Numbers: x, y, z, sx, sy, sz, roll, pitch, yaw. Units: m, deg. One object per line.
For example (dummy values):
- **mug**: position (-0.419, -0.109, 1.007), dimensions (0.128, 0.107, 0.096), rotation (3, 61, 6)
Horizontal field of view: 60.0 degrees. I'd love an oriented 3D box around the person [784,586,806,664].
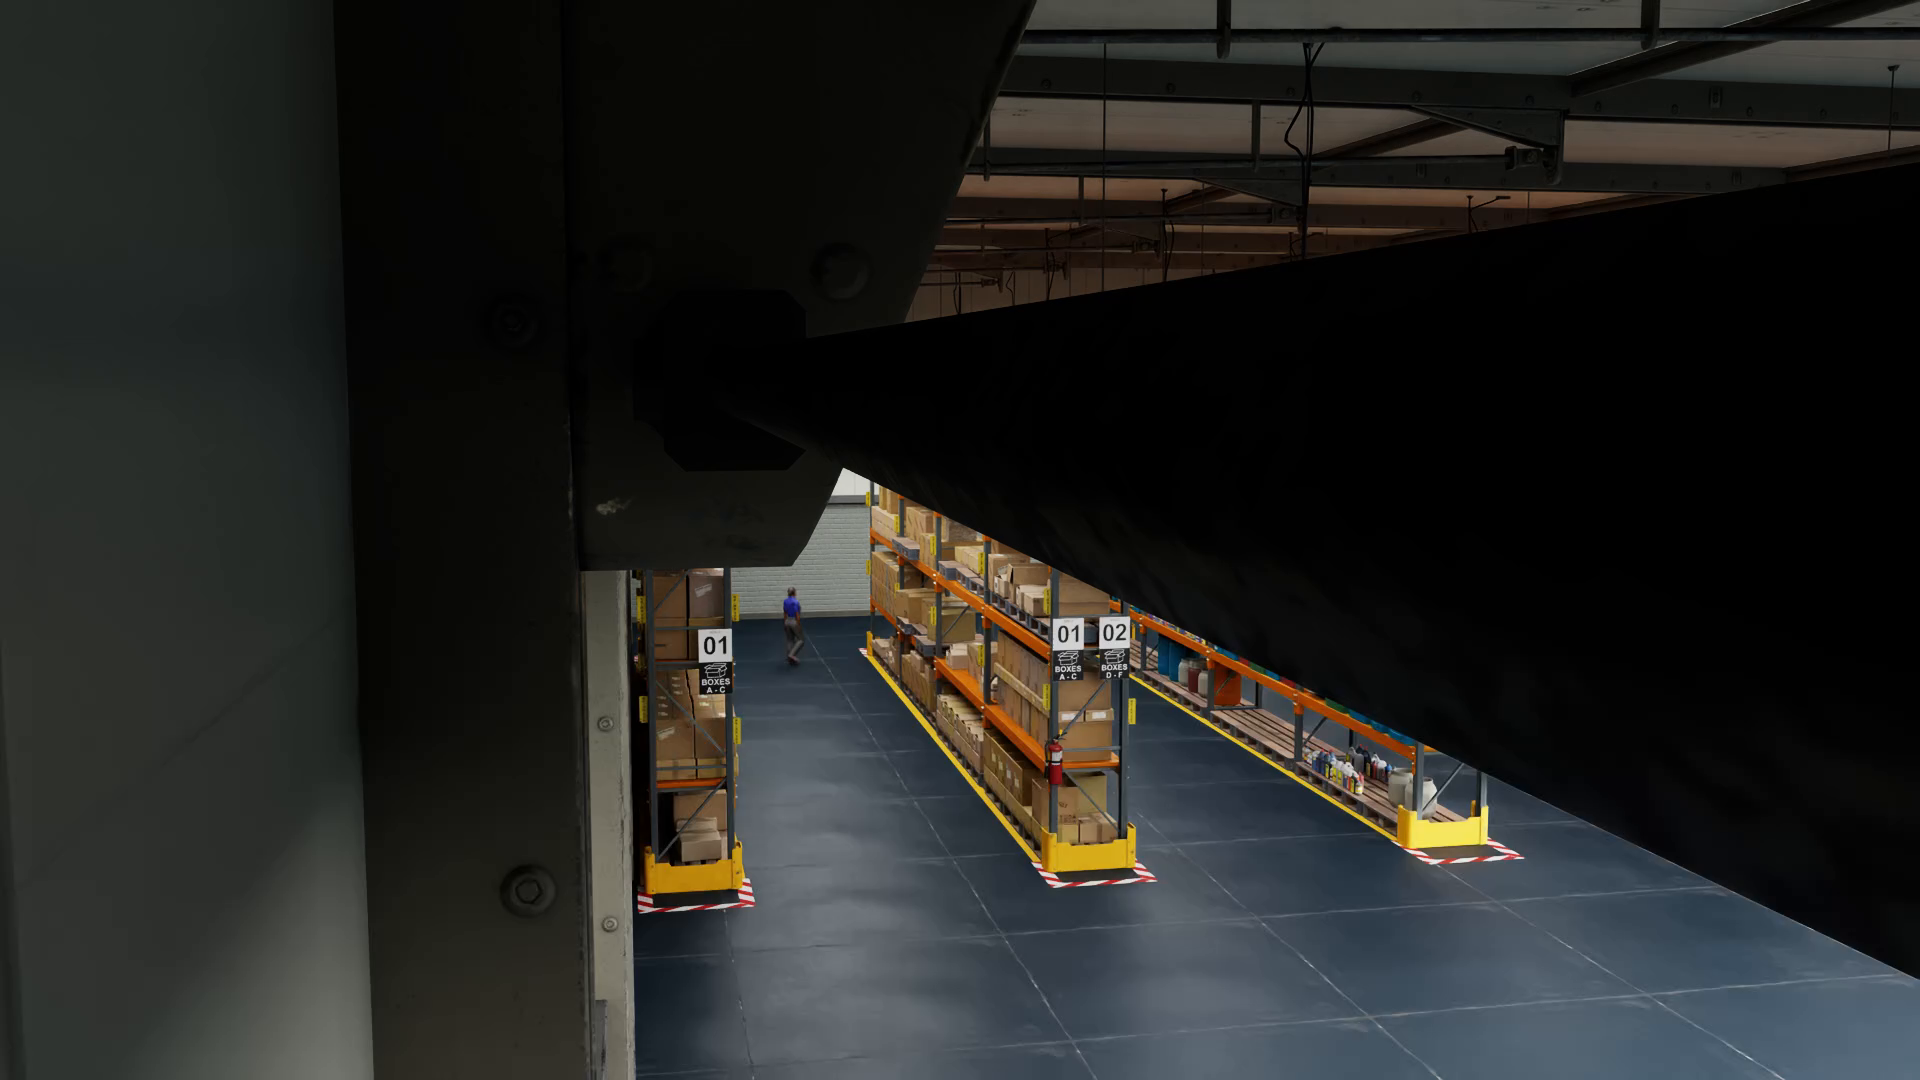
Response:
- **person**: position (-3.579, 1.818, 35.365), dimensions (0.491, 1.658, 0.459), rotation (5, 8, 41)
